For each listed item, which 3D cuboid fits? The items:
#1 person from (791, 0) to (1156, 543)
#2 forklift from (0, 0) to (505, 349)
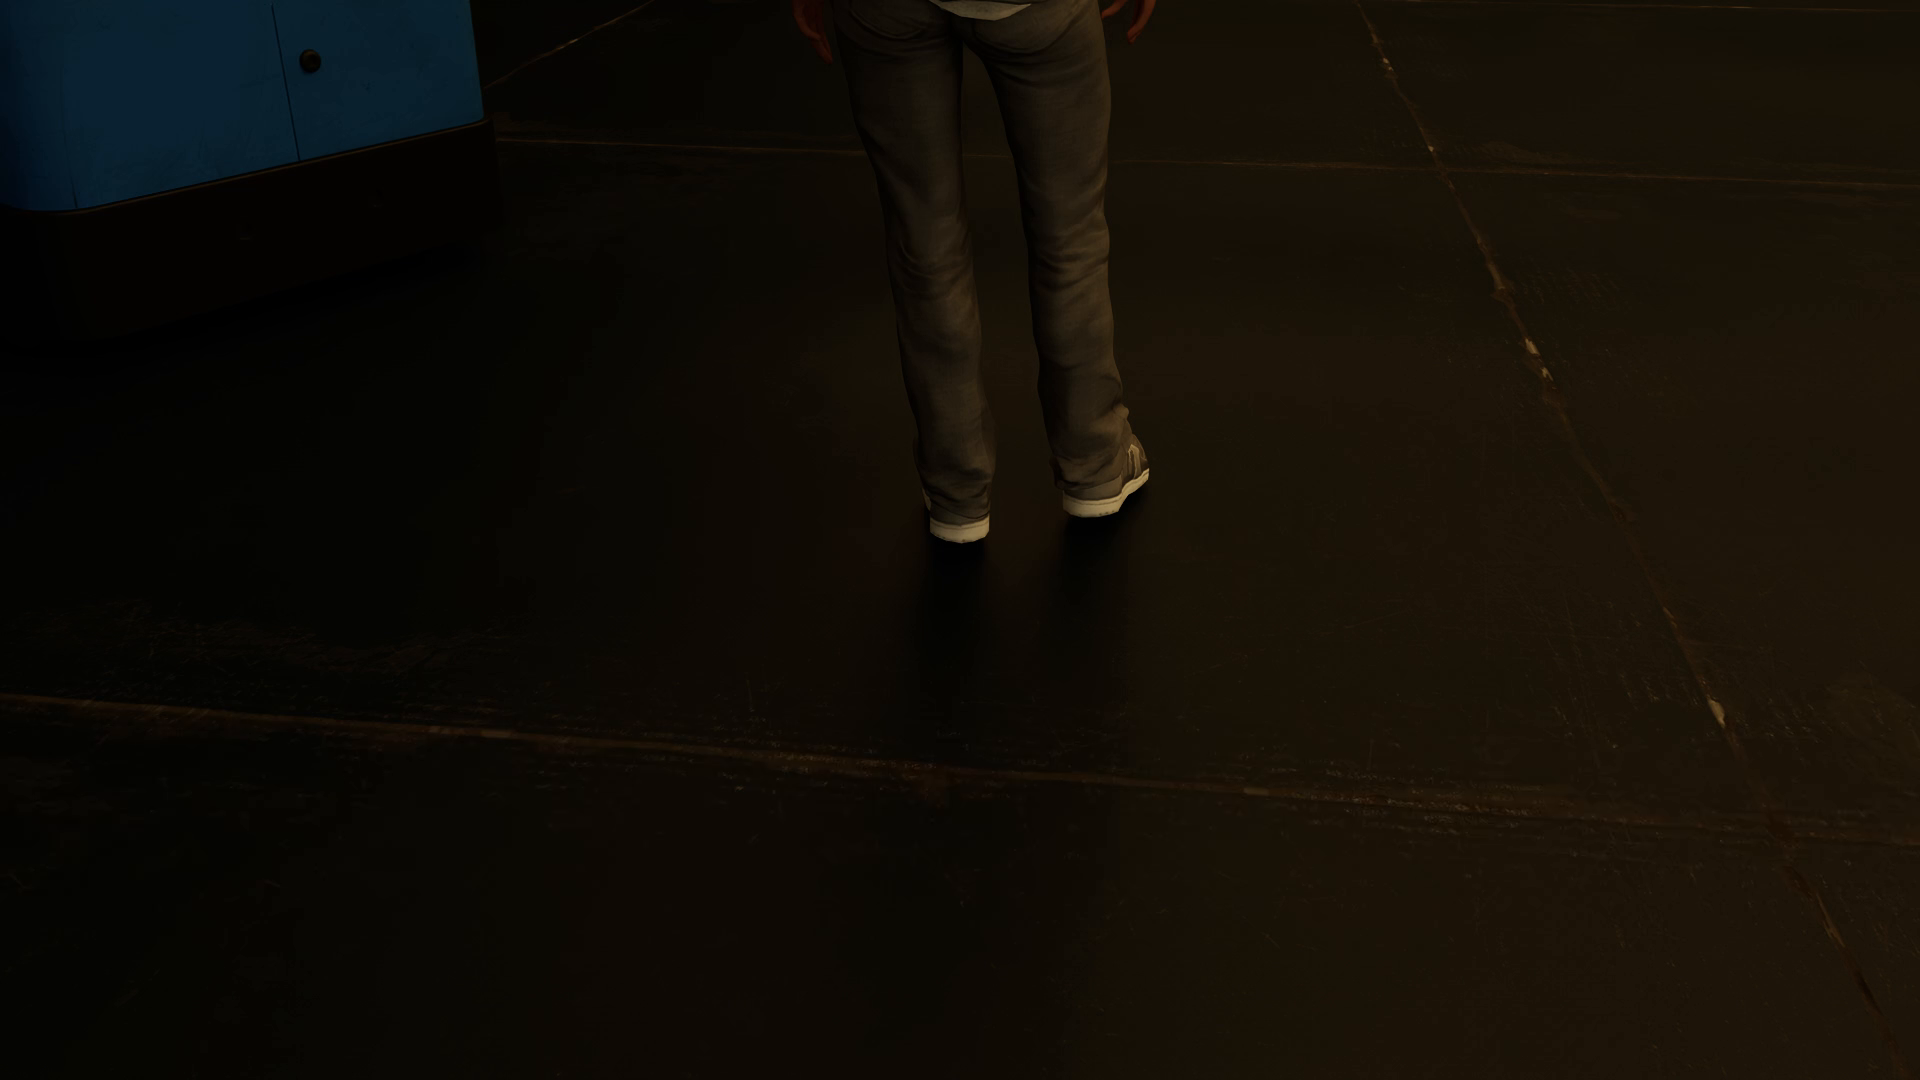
[{"bbox_3d":[0.024,-0.753,2.204,0.519,1.598,0.474,3,27,7],"label":"person"},{"bbox_3d":[-2.519,-2.185,3.597,3.031,2.935,1.130,18,32,32],"label":"forklift"}]
